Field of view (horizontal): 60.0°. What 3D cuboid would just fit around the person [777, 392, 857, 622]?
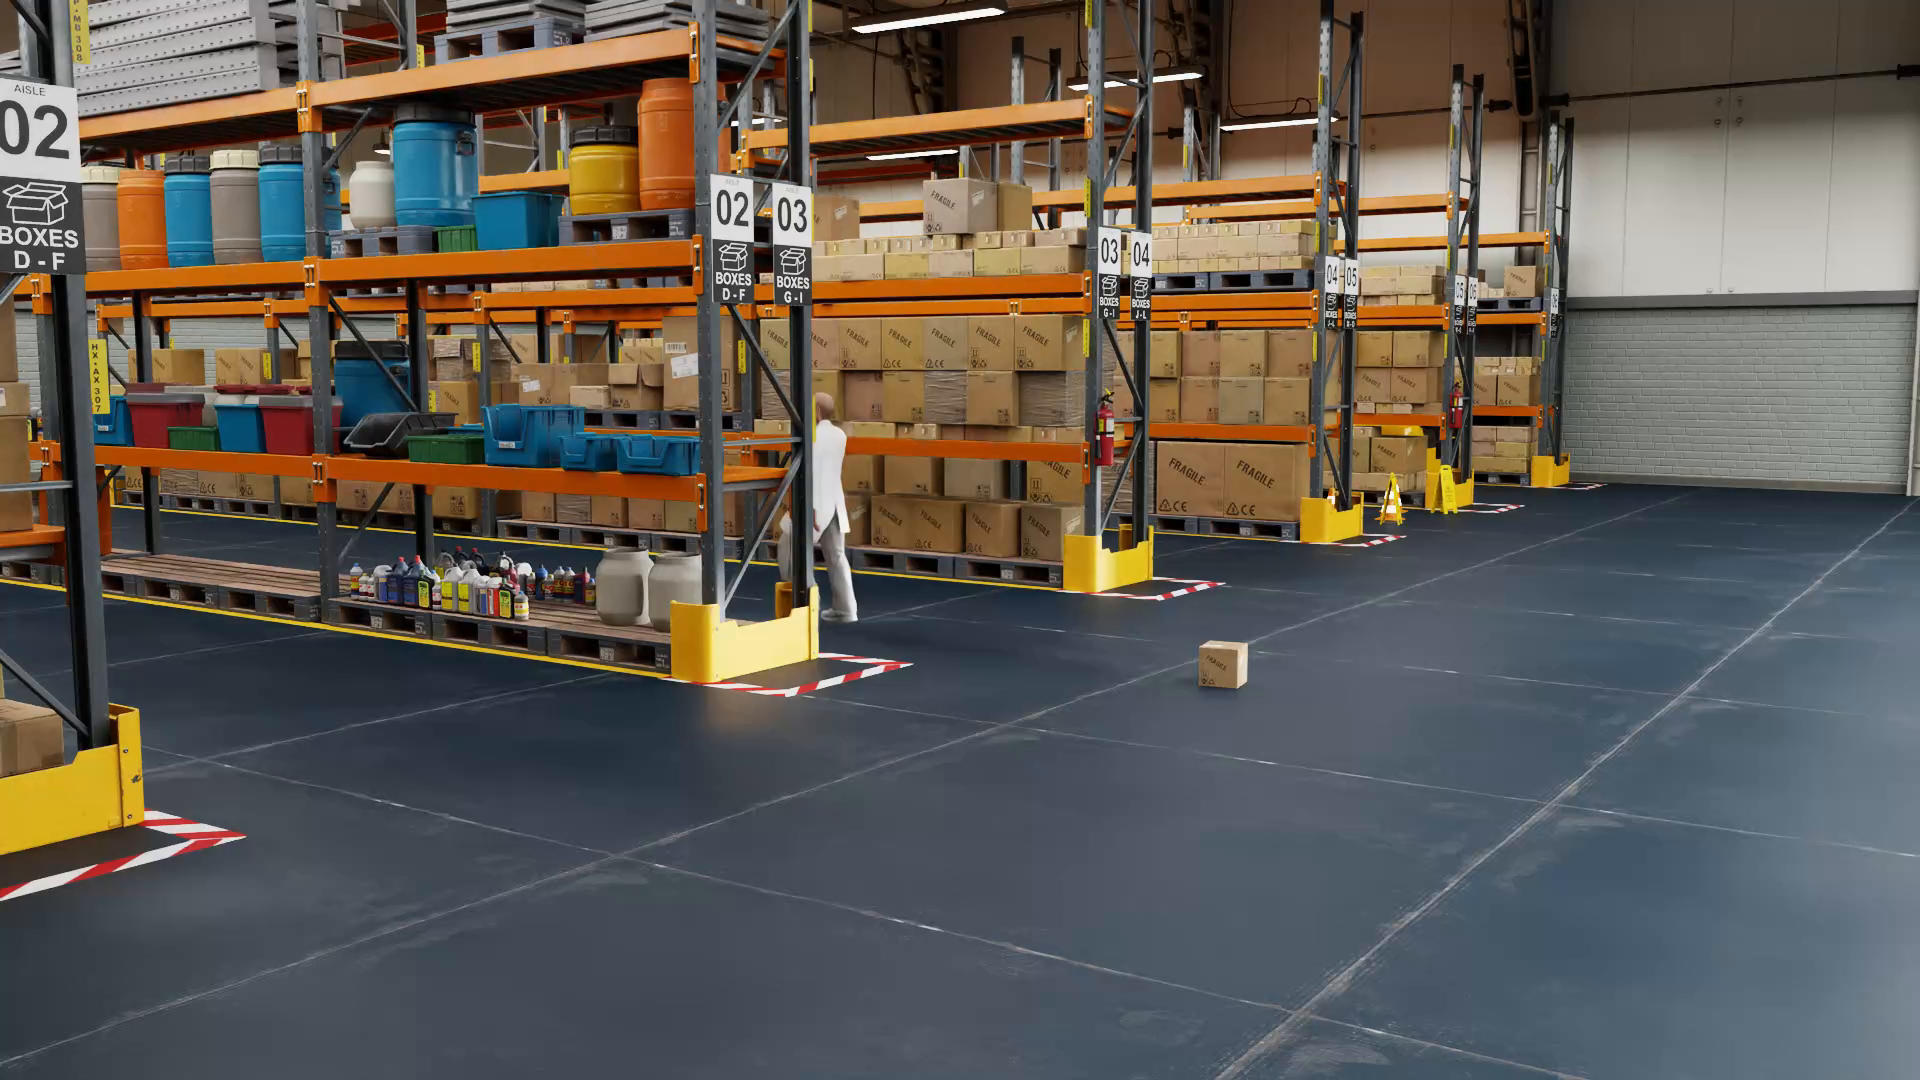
[{"bbox_3d":[-1.073,-0.205,12.758,0.590,1.847,0.578,4,7,33],"label":"person"}]
